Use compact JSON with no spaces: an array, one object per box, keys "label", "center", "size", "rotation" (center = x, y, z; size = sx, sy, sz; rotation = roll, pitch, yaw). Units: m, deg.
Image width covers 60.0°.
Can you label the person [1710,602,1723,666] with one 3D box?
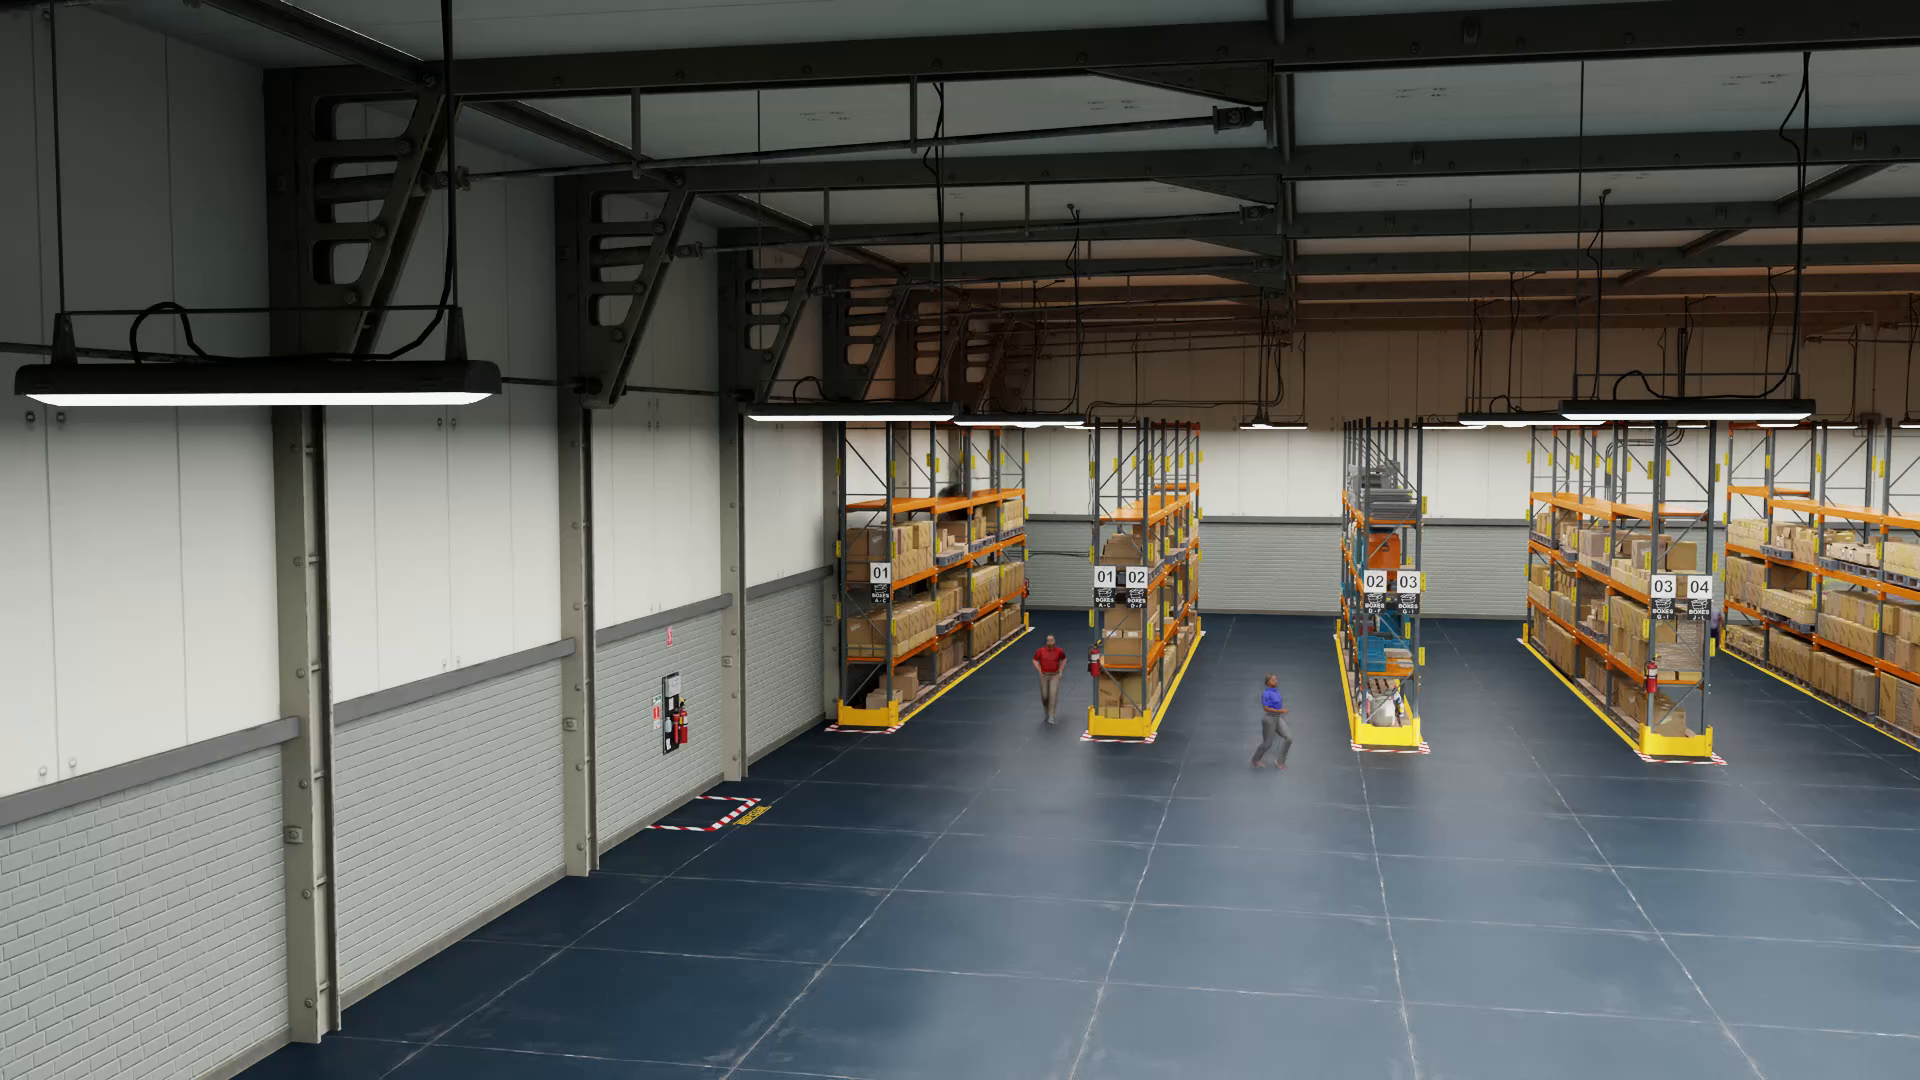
[{"label":"person","center":[18.442,2.298,40.865],"size":[0.645,1.590,0.630],"rotation":[1,4,8]}]

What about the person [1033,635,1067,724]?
[{"label":"person","center":[1.777,2.733,32.997],"size":[0.670,1.716,0.883],"rotation":[0,4,6]}]

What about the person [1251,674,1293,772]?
[{"label":"person","center":[5.288,3.097,28.127],"size":[0.734,1.685,0.581],"rotation":[3,5,43]}]

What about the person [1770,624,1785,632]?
[{"label":"person","center":[22.062,1.936,45.044],"size":[0.733,1.799,0.685],"rotation":[1,4,9]}]
